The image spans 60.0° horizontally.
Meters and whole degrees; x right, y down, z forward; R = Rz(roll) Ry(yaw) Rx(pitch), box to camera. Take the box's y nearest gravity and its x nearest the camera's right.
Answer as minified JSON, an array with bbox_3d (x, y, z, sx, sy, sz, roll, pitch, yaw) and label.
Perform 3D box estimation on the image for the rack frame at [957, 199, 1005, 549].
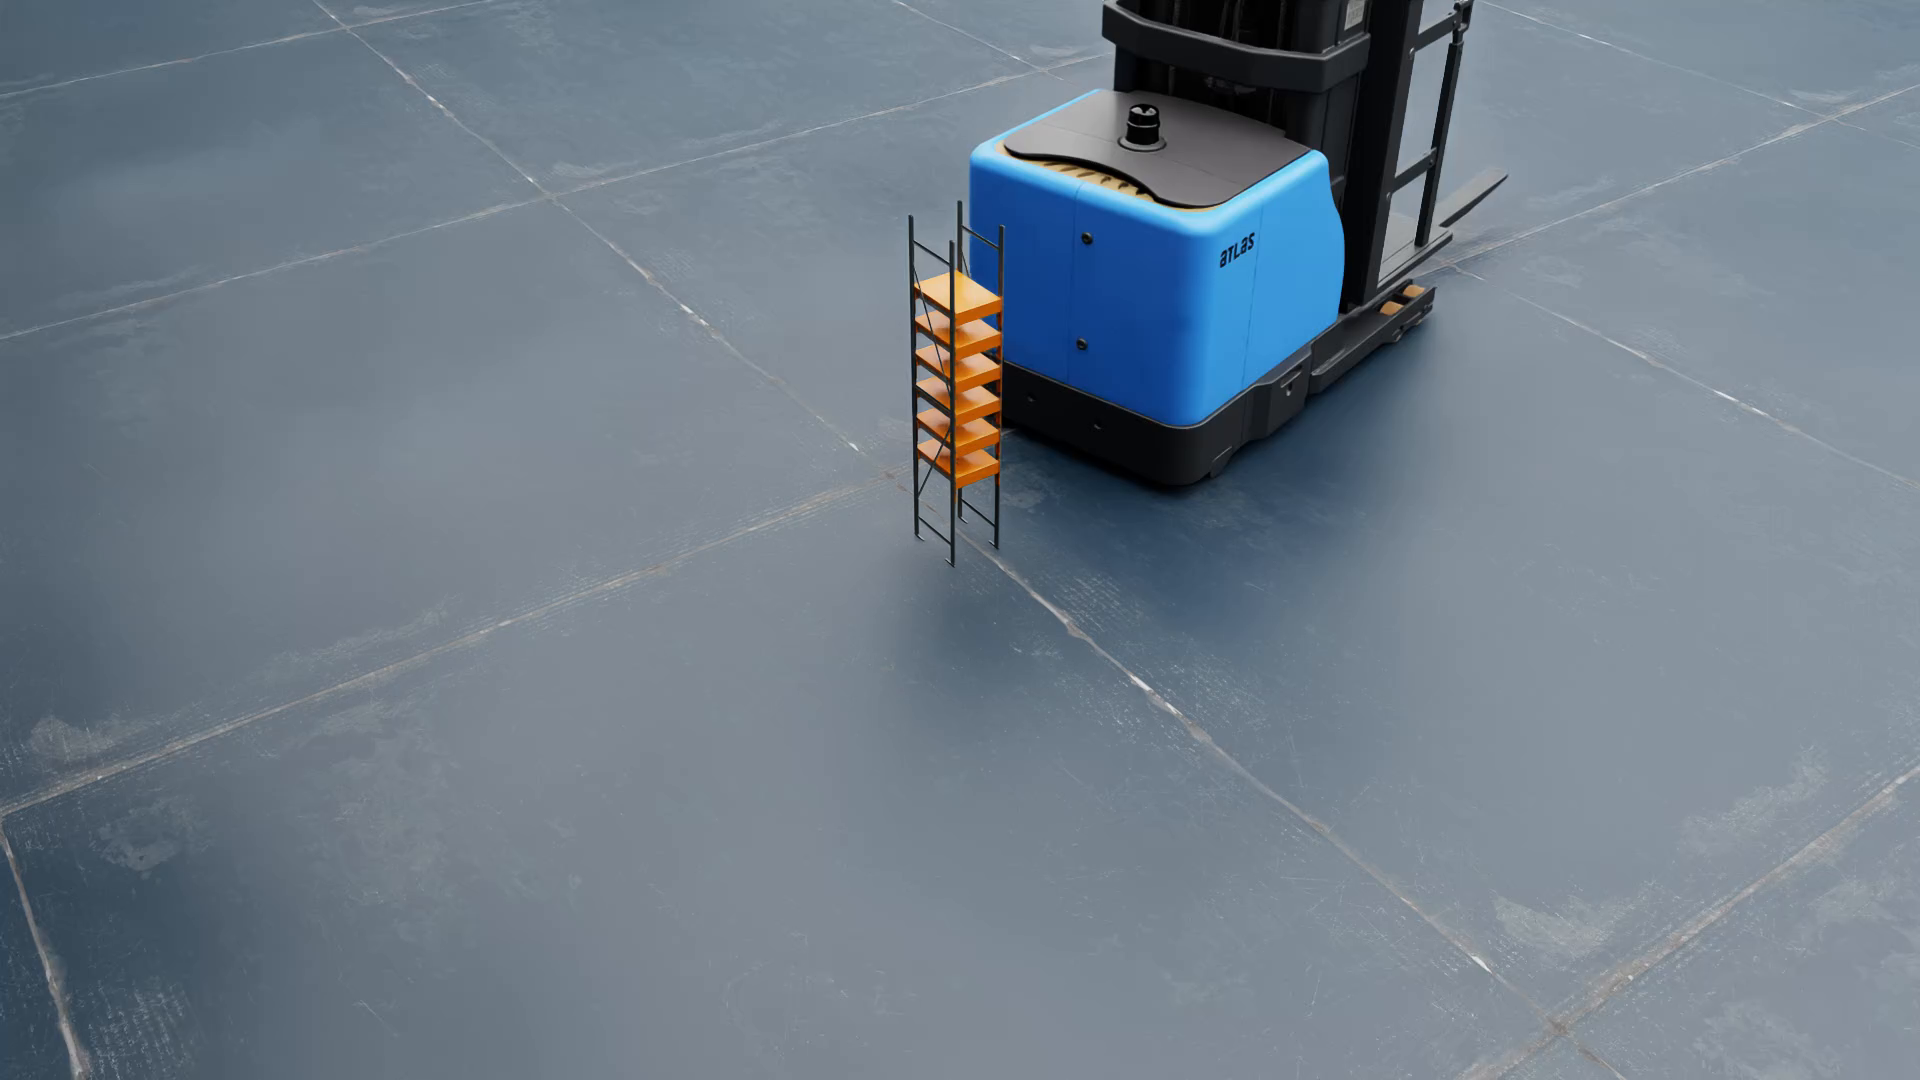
[{"bbox_3d":[0.063,-0.513,5.436,0.006,1.200,0.240,-22,41,-28],"label":"rack frame"}]

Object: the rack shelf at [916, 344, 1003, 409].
[{"bbox_3d":[-0.012,-0.544,5.349,0.180,0.103,0.258,-22,41,-28],"label":"rack shelf"}]

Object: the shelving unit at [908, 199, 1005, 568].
[{"bbox_3d":[-0.012,-0.482,5.393,0.189,1.200,0.258,-22,41,-28],"label":"shelving unit"}]

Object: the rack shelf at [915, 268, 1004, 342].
[{"bbox_3d":[-0.012,-0.738,5.209,0.180,0.103,0.258,-22,41,-28],"label":"rack shelf"}]

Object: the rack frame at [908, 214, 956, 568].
[{"bbox_3d":[-0.087,-0.451,5.350,0.006,1.200,0.240,-22,41,-28],"label":"rack frame"}]

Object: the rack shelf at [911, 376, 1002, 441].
[{"bbox_3d":[-0.012,-0.446,5.419,0.180,0.103,0.258,-22,41,-28],"label":"rack shelf"}]

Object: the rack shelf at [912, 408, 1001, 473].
[{"bbox_3d":[-0.012,-0.349,5.489,0.180,0.103,0.258,-22,41,-28],"label":"rack shelf"}]

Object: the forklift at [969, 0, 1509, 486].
[{"bbox_3d":[1.342,-2.175,6.263,1.130,2.935,3.031,26,43,31],"label":"forklift"}]

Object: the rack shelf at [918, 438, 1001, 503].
[{"bbox_3d":[-0.012,-0.251,5.559,0.180,0.103,0.258,-22,41,-28],"label":"rack shelf"}]

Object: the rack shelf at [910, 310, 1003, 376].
[{"bbox_3d":[-0.012,-0.641,5.279,0.180,0.103,0.258,-22,41,-28],"label":"rack shelf"}]
